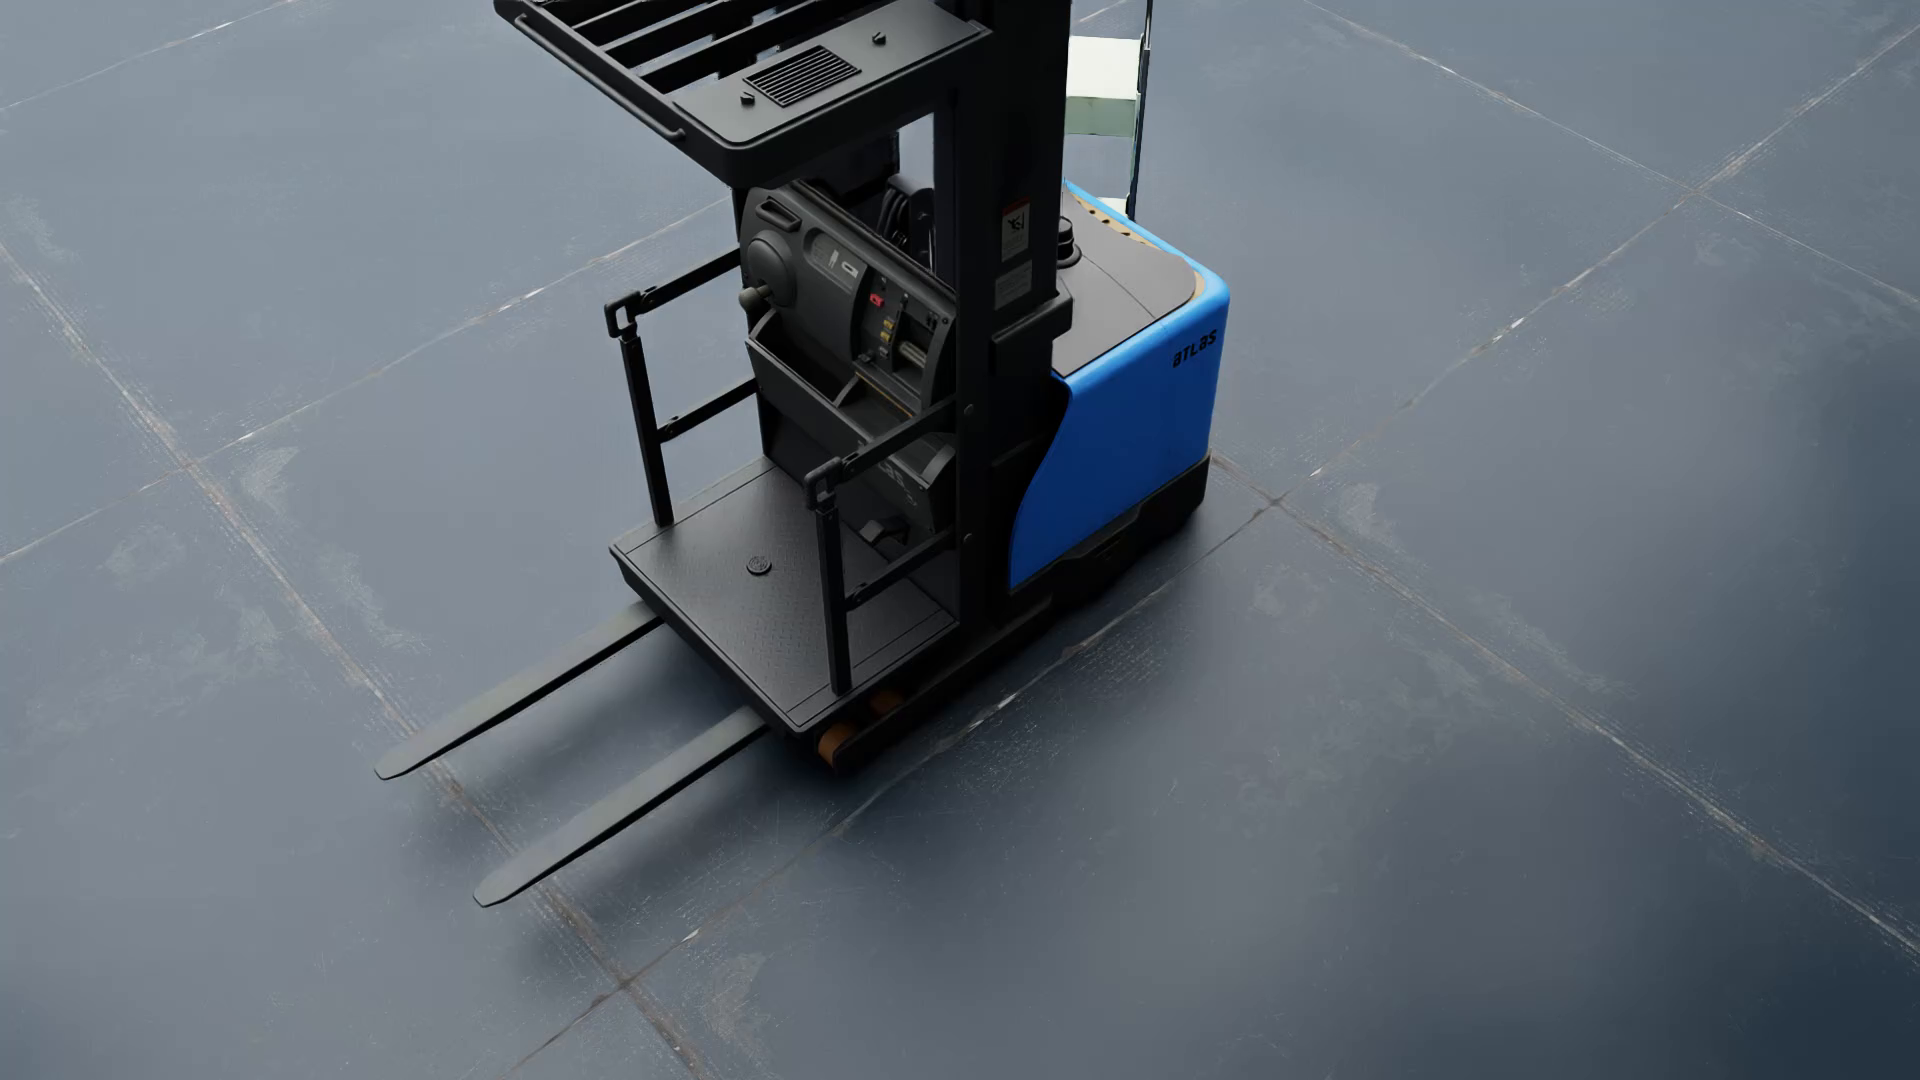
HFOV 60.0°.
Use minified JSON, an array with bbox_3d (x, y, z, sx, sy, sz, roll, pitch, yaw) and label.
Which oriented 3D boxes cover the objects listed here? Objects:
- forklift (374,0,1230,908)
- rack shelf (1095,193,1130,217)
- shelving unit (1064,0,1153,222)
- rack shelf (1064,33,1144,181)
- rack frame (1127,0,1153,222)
[{"bbox_3d":[-0.508,-0.672,4.876,3.031,2.935,1.130,-33,55,-27],"label":"forklift"},{"bbox_3d":[0.309,-1.152,6.736,0.720,0.370,0.431,5,47,4],"label":"rack shelf"},{"bbox_3d":[0.309,-1.374,6.497,0.755,1.500,0.431,5,47,4],"label":"shelving unit"},{"bbox_3d":[0.309,-1.638,6.210,0.720,0.370,0.431,5,47,4],"label":"rack shelf"},{"bbox_3d":[0.673,-1.343,6.469,0.023,1.500,0.400,5,47,4],"label":"rack frame"}]
